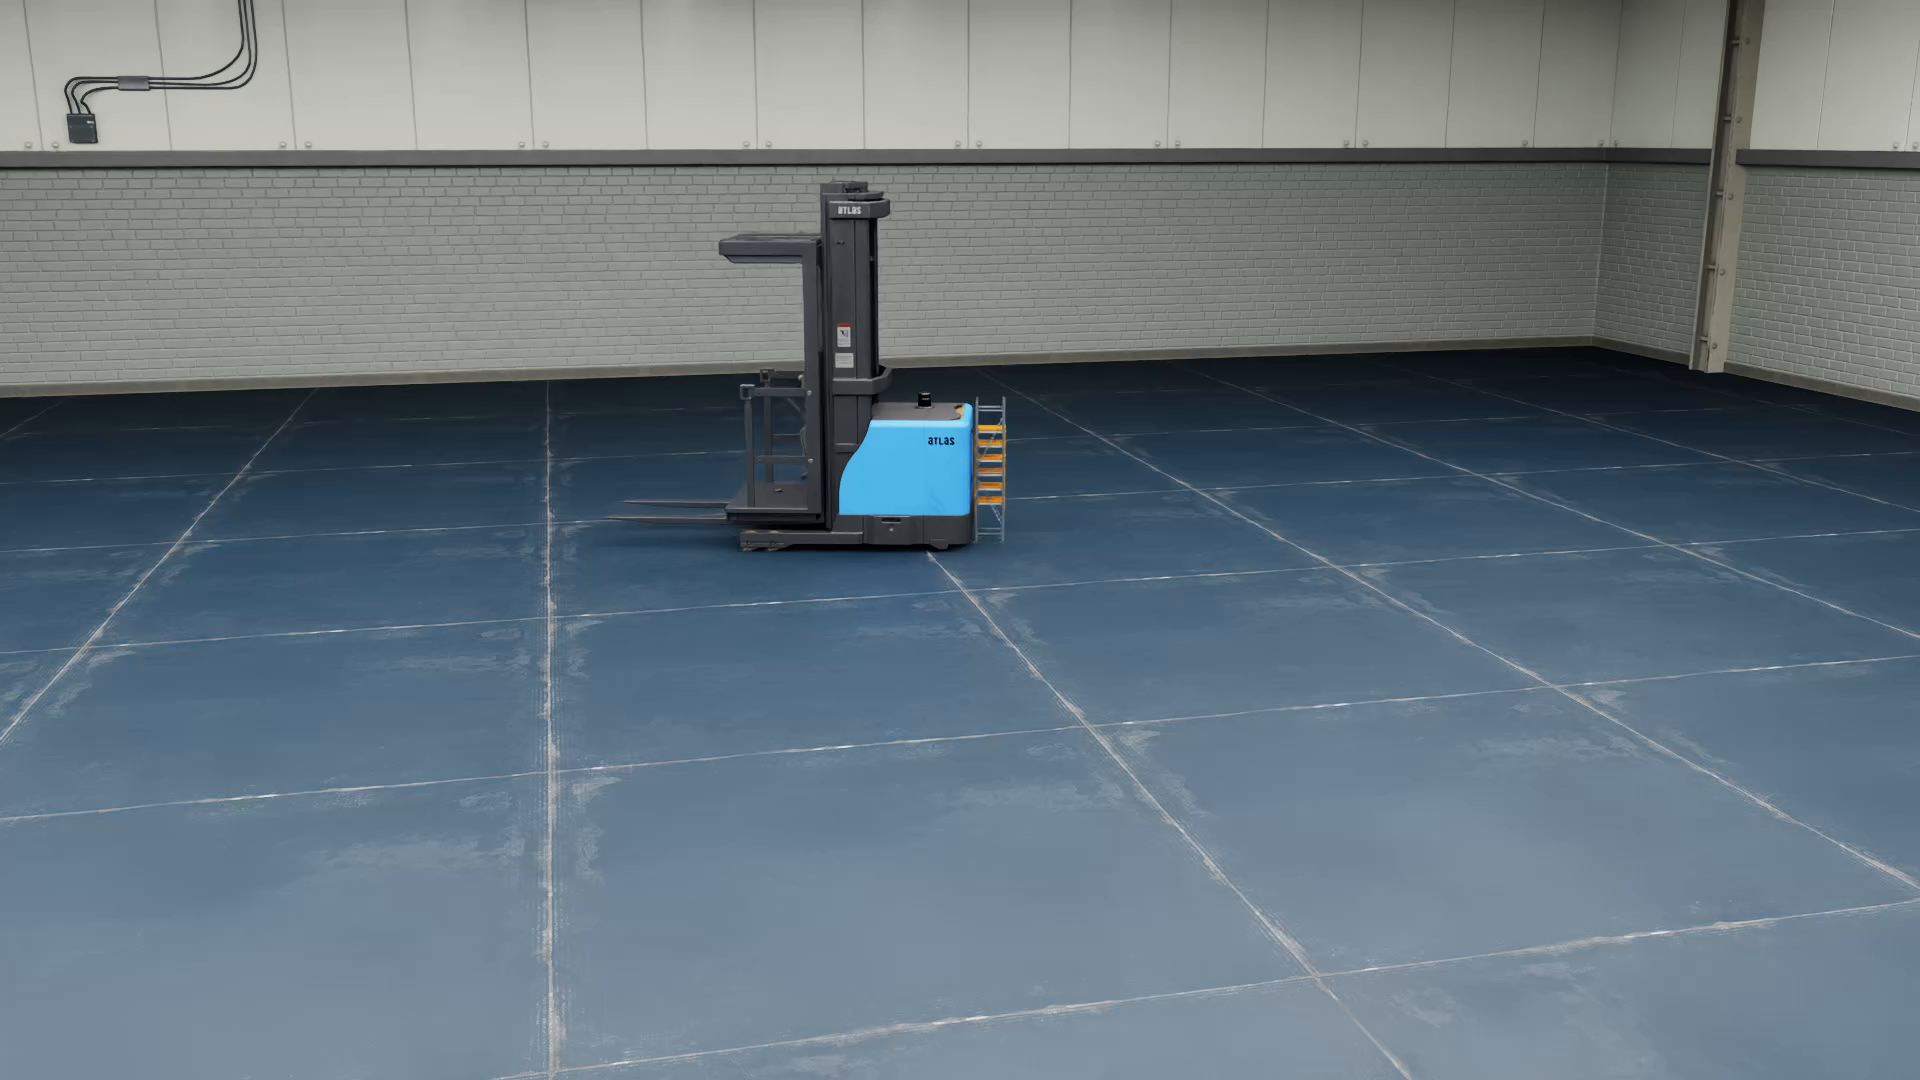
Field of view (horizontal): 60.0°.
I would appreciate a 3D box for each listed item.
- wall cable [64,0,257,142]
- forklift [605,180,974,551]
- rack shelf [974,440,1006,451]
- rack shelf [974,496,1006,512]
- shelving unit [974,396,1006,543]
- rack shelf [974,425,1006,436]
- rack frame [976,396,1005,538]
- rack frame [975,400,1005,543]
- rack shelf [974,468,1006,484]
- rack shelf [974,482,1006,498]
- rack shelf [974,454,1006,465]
[{"bbox_3d":[-10.068,-7.980,20.463,2.305,6.003,0.169,-3,14,-13],"label":"wall cable"},{"bbox_3d":[-1.408,-1.456,13.712,3.031,2.935,1.130,1,14,2],"label":"forklift"},{"bbox_3d":[0.250,-0.768,13.719,0.258,0.103,0.180,1,14,2],"label":"rack shelf"},{"bbox_3d":[0.249,-0.302,13.833,0.258,0.103,0.180,1,14,2],"label":"rack shelf"},{"bbox_3d":[0.250,-0.578,13.765,0.258,1.200,0.189,1,14,2],"label":"shelving unit"},{"bbox_3d":[0.250,-0.885,13.691,0.258,0.103,0.180,1,14,2],"label":"rack shelf"},{"bbox_3d":[0.253,-0.600,13.854,0.240,1.200,0.006,1,14,2],"label":"rack frame"},{"bbox_3d":[0.246,-0.557,13.677,0.240,1.200,0.006,1,14,2],"label":"rack frame"},{"bbox_3d":[0.250,-0.535,13.776,0.258,0.103,0.180,1,14,2],"label":"rack shelf"},{"bbox_3d":[0.249,-0.419,13.805,0.258,0.103,0.180,1,14,2],"label":"rack shelf"},{"bbox_3d":[0.250,-0.652,13.748,0.258,0.103,0.180,1,14,2],"label":"rack shelf"}]
